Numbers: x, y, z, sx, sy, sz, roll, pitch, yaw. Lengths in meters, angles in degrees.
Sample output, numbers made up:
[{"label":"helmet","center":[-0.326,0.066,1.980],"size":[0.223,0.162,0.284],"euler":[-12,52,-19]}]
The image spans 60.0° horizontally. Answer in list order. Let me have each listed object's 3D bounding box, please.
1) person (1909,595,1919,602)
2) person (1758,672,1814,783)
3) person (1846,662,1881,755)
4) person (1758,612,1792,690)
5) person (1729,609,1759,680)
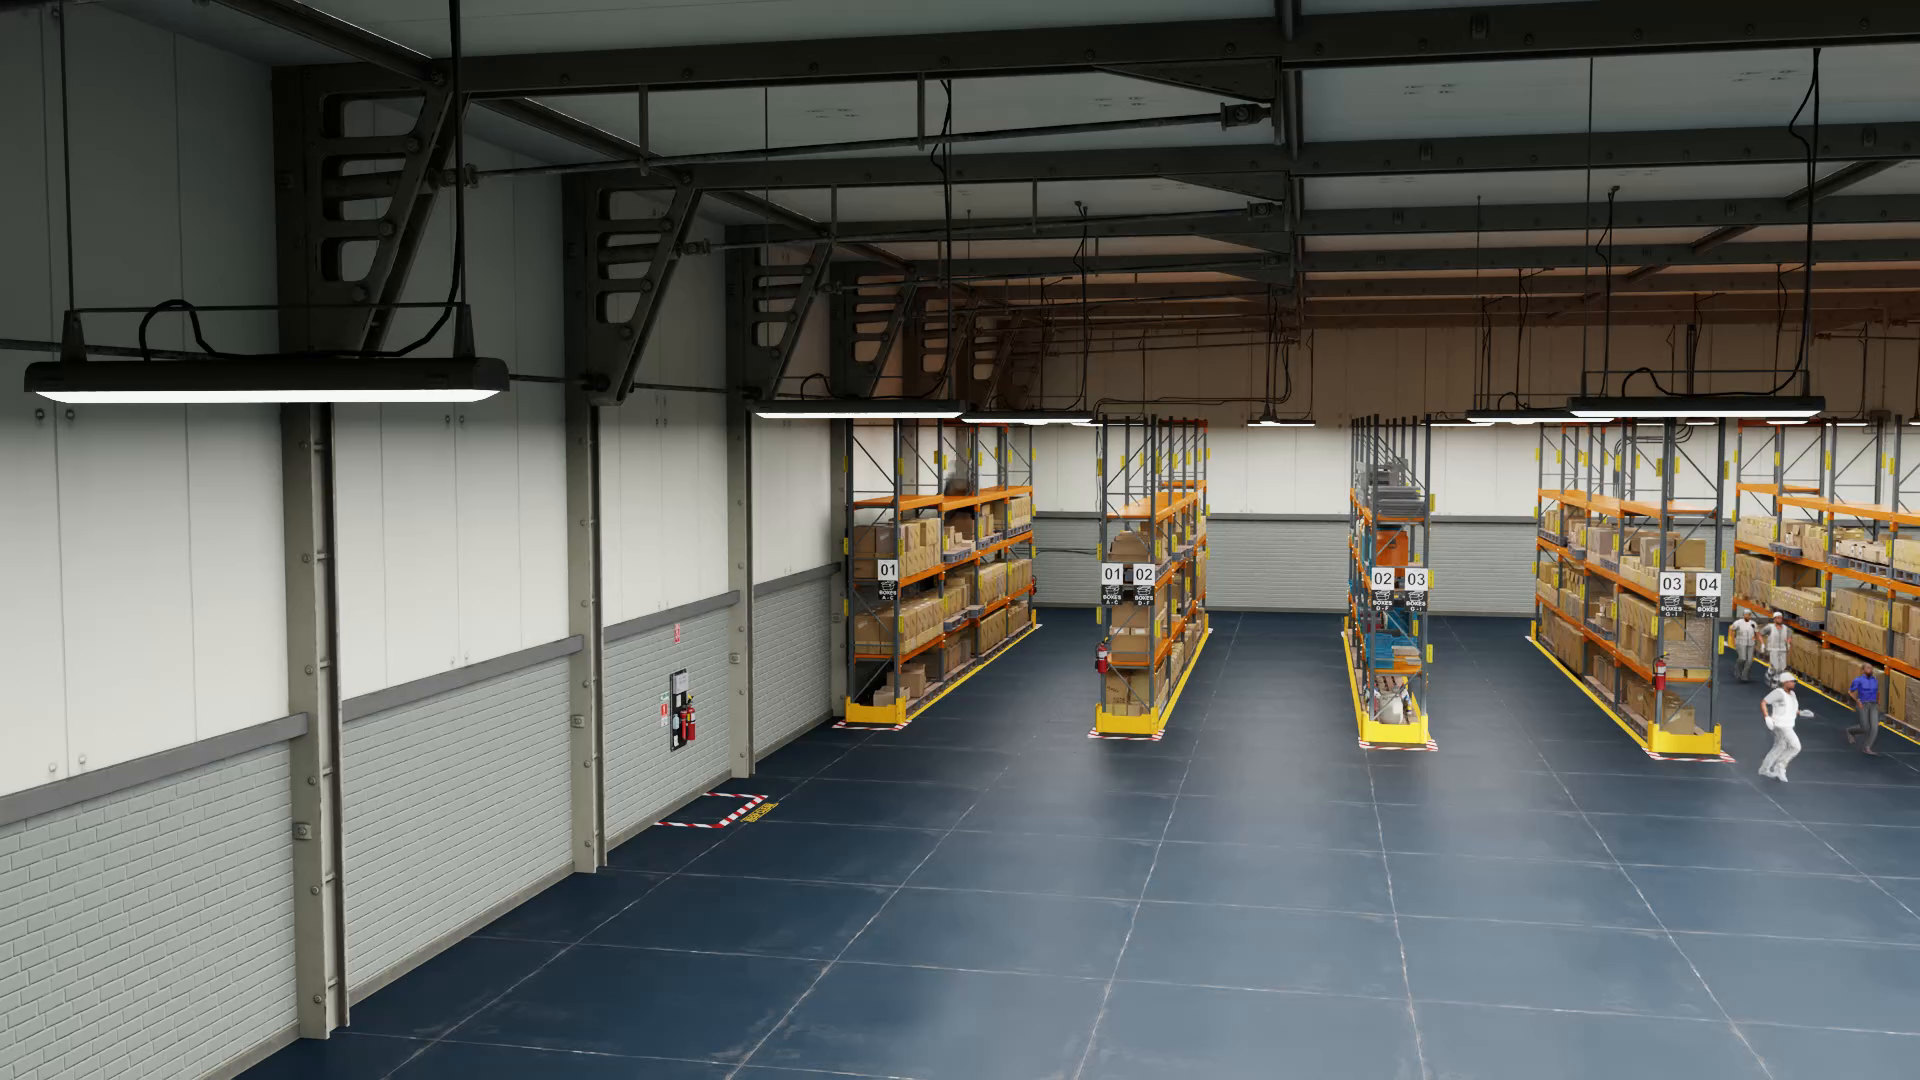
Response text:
[{"label":"person","center":[25.672,1.915,44.434],"size":[0.761,1.682,0.753],"euler":[2,4,30]},{"label":"person","center":[13.382,3.040,26.963],"size":[0.799,1.791,0.661],"euler":[4,5,43]},{"label":"person","center":[16.029,2.966,29.417],"size":[0.568,1.603,0.616],"euler":[0,4,-4]},{"label":"person","center":[17.802,2.438,36.206],"size":[0.655,1.741,0.583],"euler":[0,4,3]},{"label":"person","center":[17.846,2.389,37.764],"size":[0.593,1.626,0.566],"euler":[1,4,8]}]
